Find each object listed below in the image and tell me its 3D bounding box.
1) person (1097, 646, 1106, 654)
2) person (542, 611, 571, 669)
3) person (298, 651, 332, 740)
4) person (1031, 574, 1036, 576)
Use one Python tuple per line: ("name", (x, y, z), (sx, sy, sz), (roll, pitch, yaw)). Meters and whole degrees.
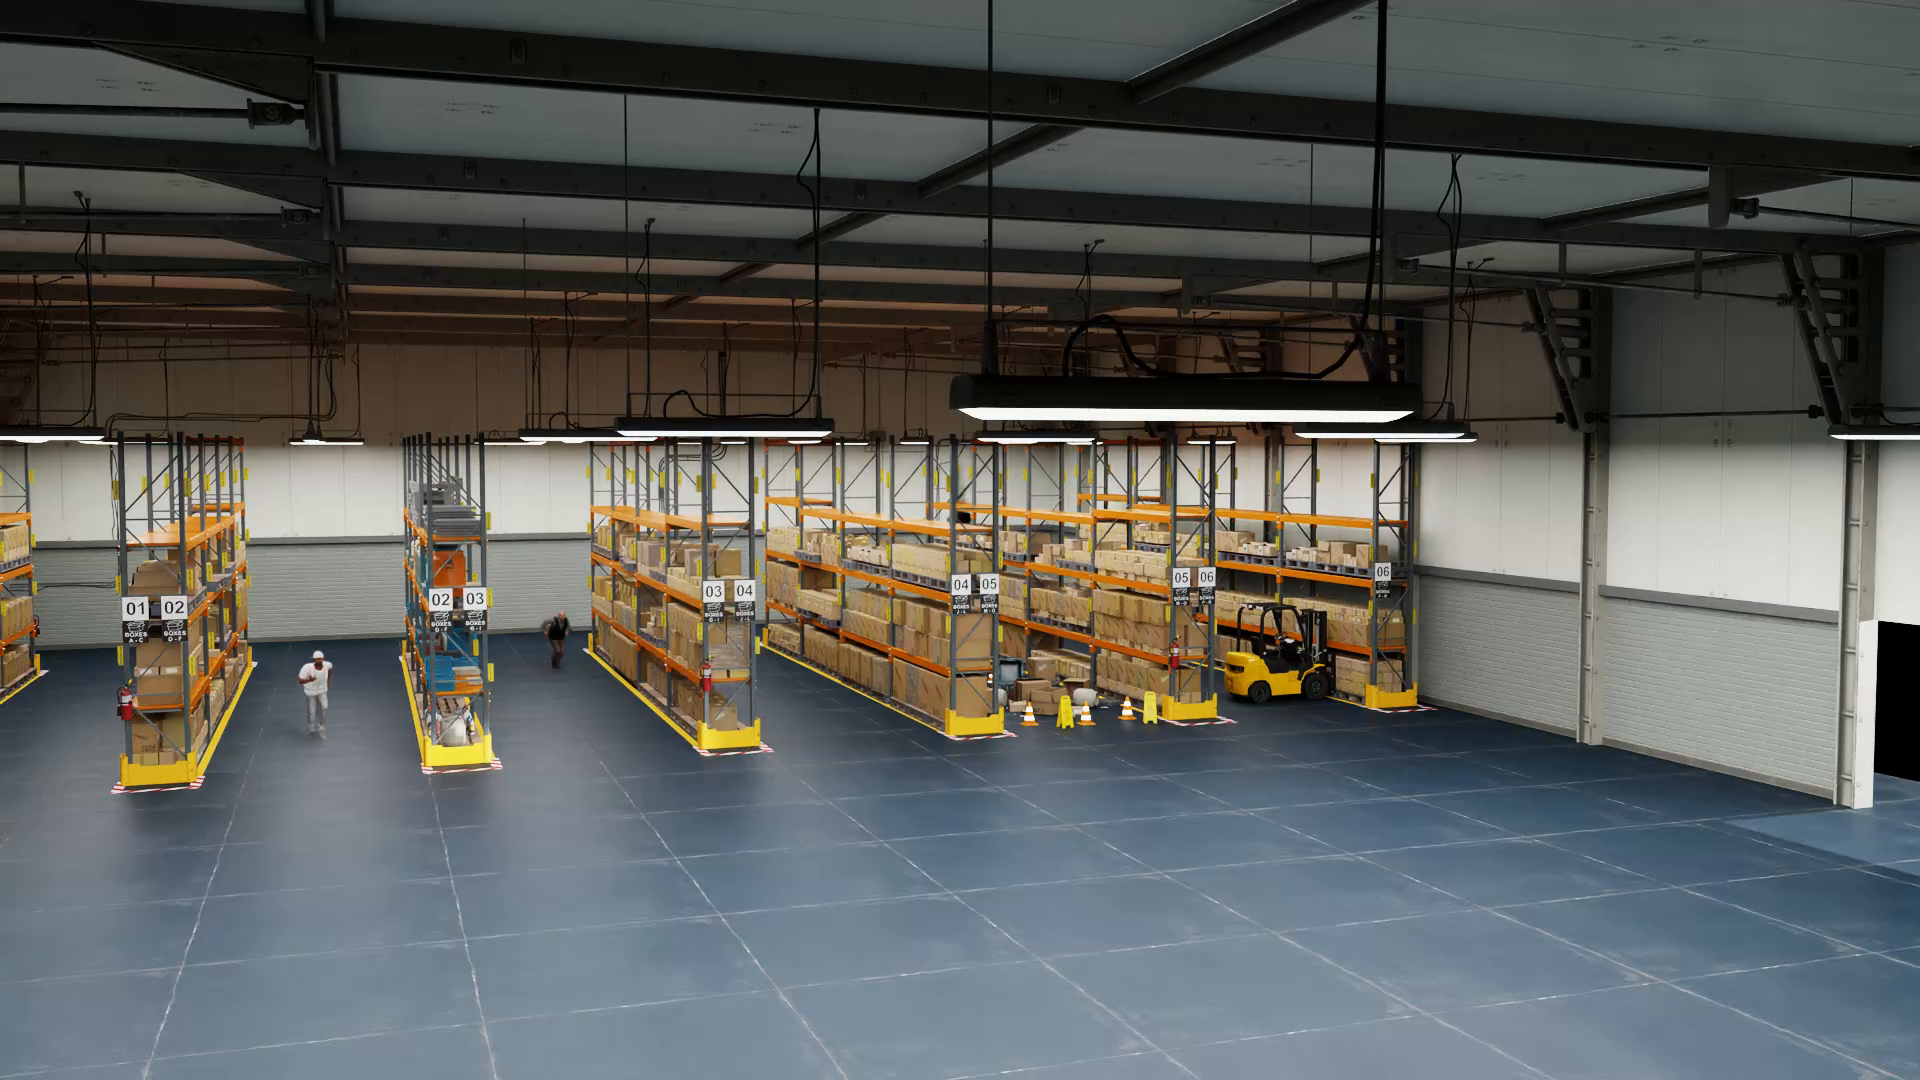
("person", (3.720, 2.500, 43.202), (0.581, 1.727, 0.770), (-1, 3, -21))
("person", (-10.379, 2.576, 42.817), (0.684, 1.548, 0.867), (-2, 4, -36))
("person", (-12.712, 3.047, 32.800), (0.688, 1.763, 0.950), (-2, 4, -31))
("person", (2.157, 1.845, 49.165), (0.571, 1.743, 0.794), (-2, 4, -36))
